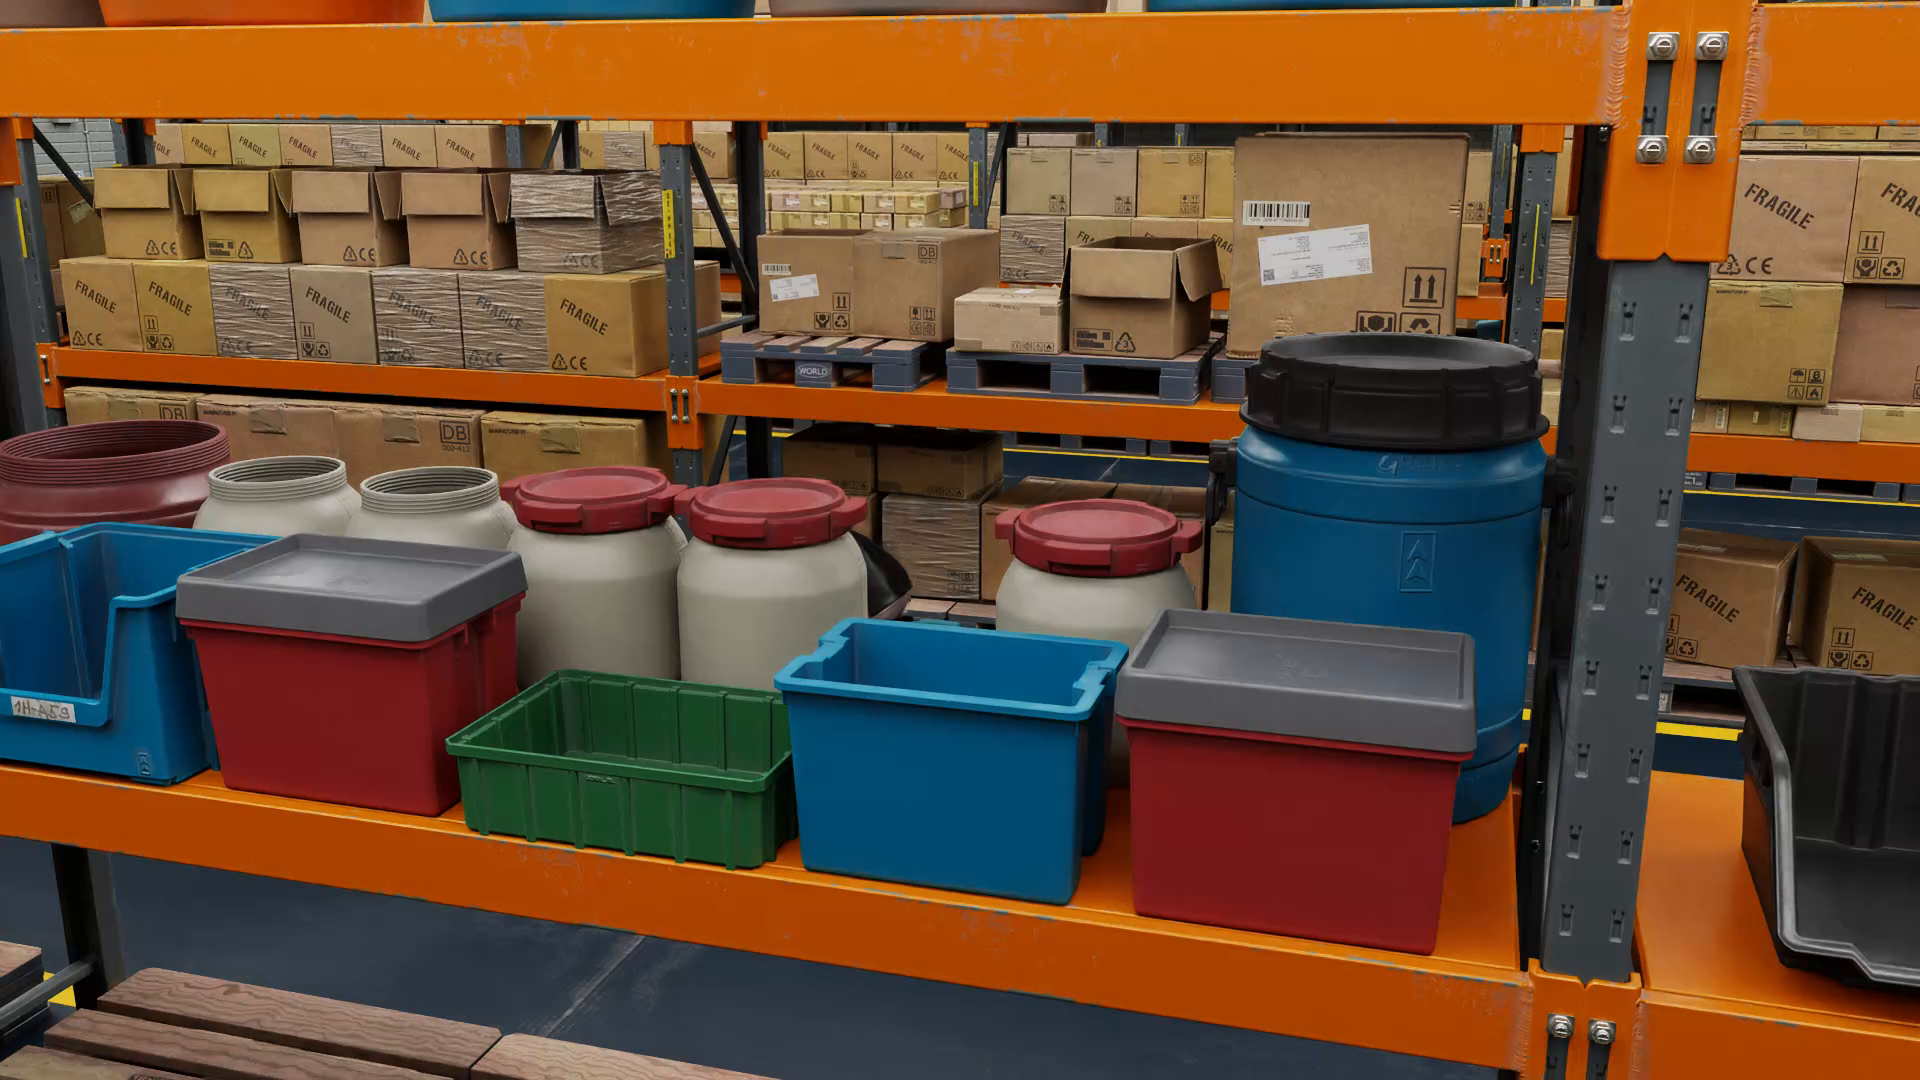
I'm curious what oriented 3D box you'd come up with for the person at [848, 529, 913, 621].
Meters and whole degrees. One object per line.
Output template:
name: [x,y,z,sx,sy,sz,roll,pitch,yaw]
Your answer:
person: [-0.667,0.298,7.471,0.865,0.942,0.533,4,16,16]
